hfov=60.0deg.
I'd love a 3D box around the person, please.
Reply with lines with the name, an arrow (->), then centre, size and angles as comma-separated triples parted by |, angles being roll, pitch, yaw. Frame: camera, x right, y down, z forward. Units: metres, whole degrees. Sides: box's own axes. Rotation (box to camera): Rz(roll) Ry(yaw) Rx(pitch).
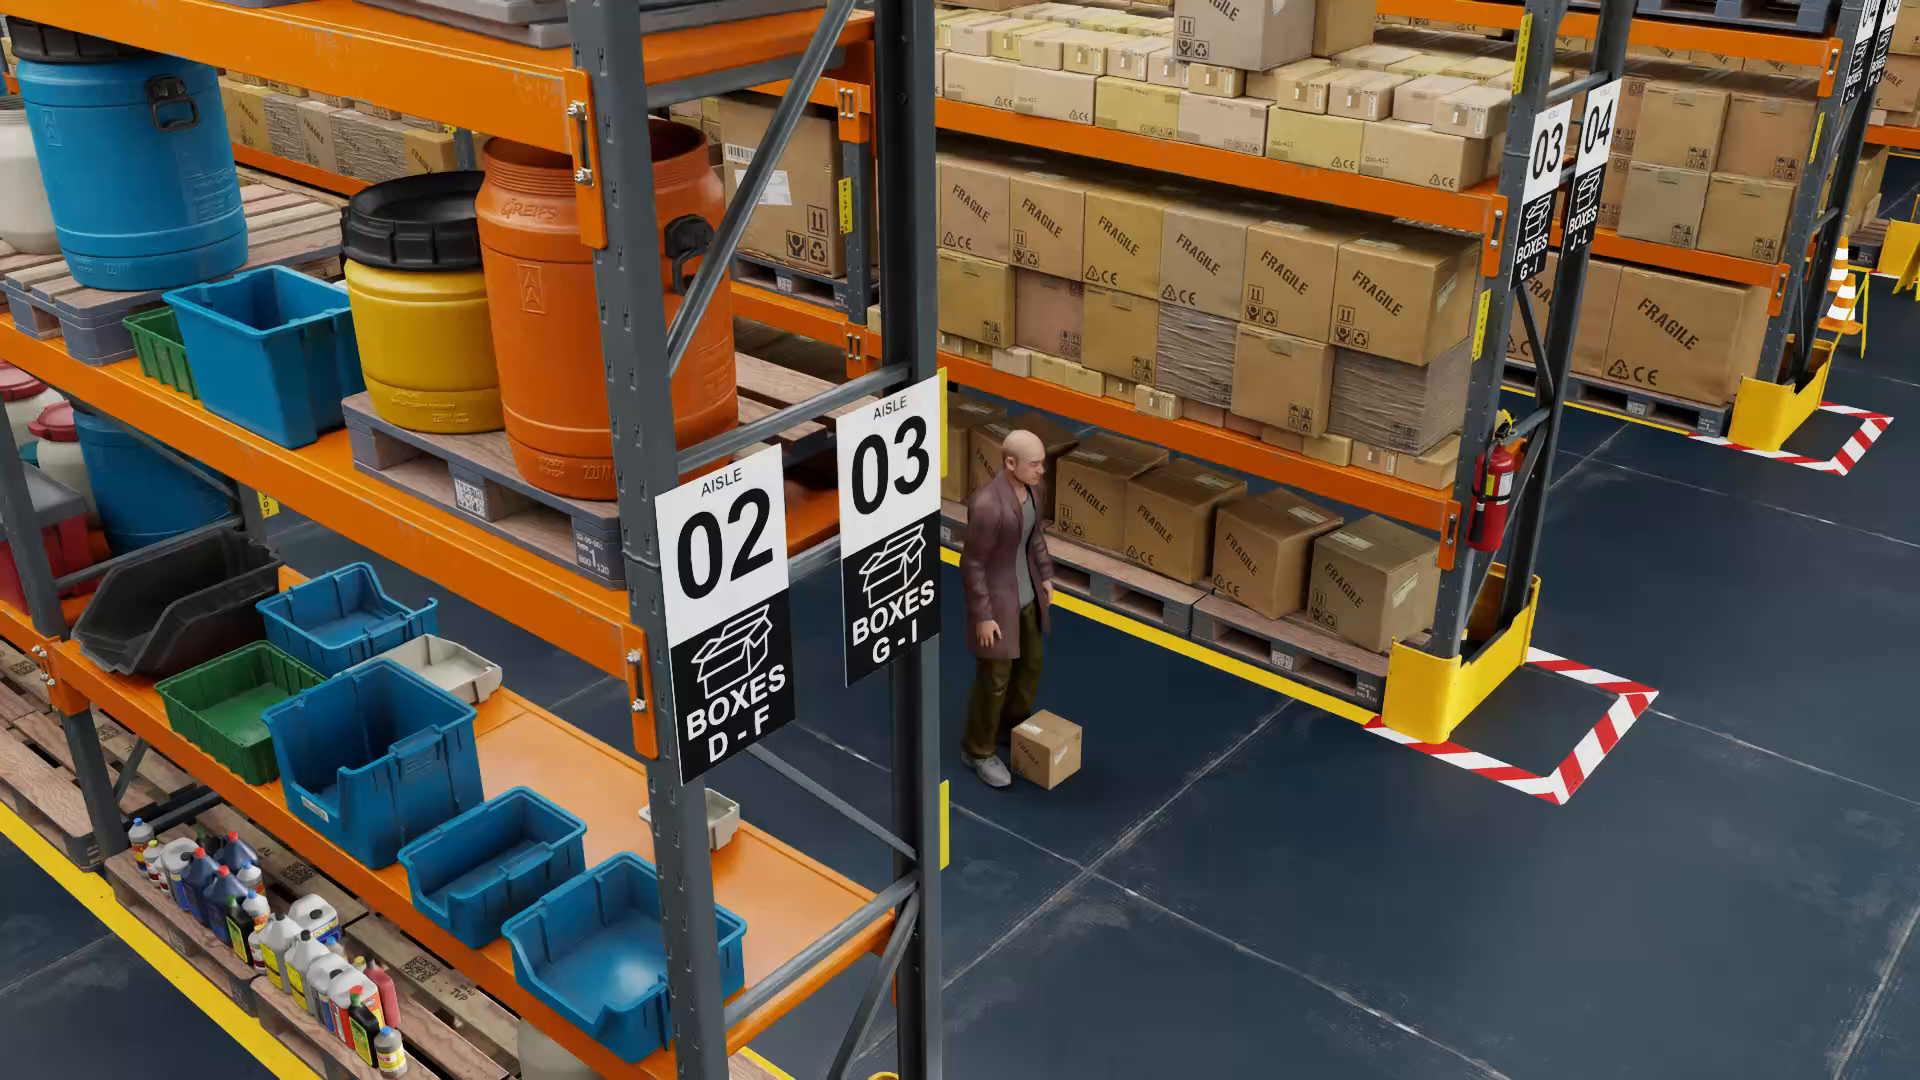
person -> 0.242, 0.286, 8.072 | 0.421, 1.774, 0.654 | 19, 32, 32
